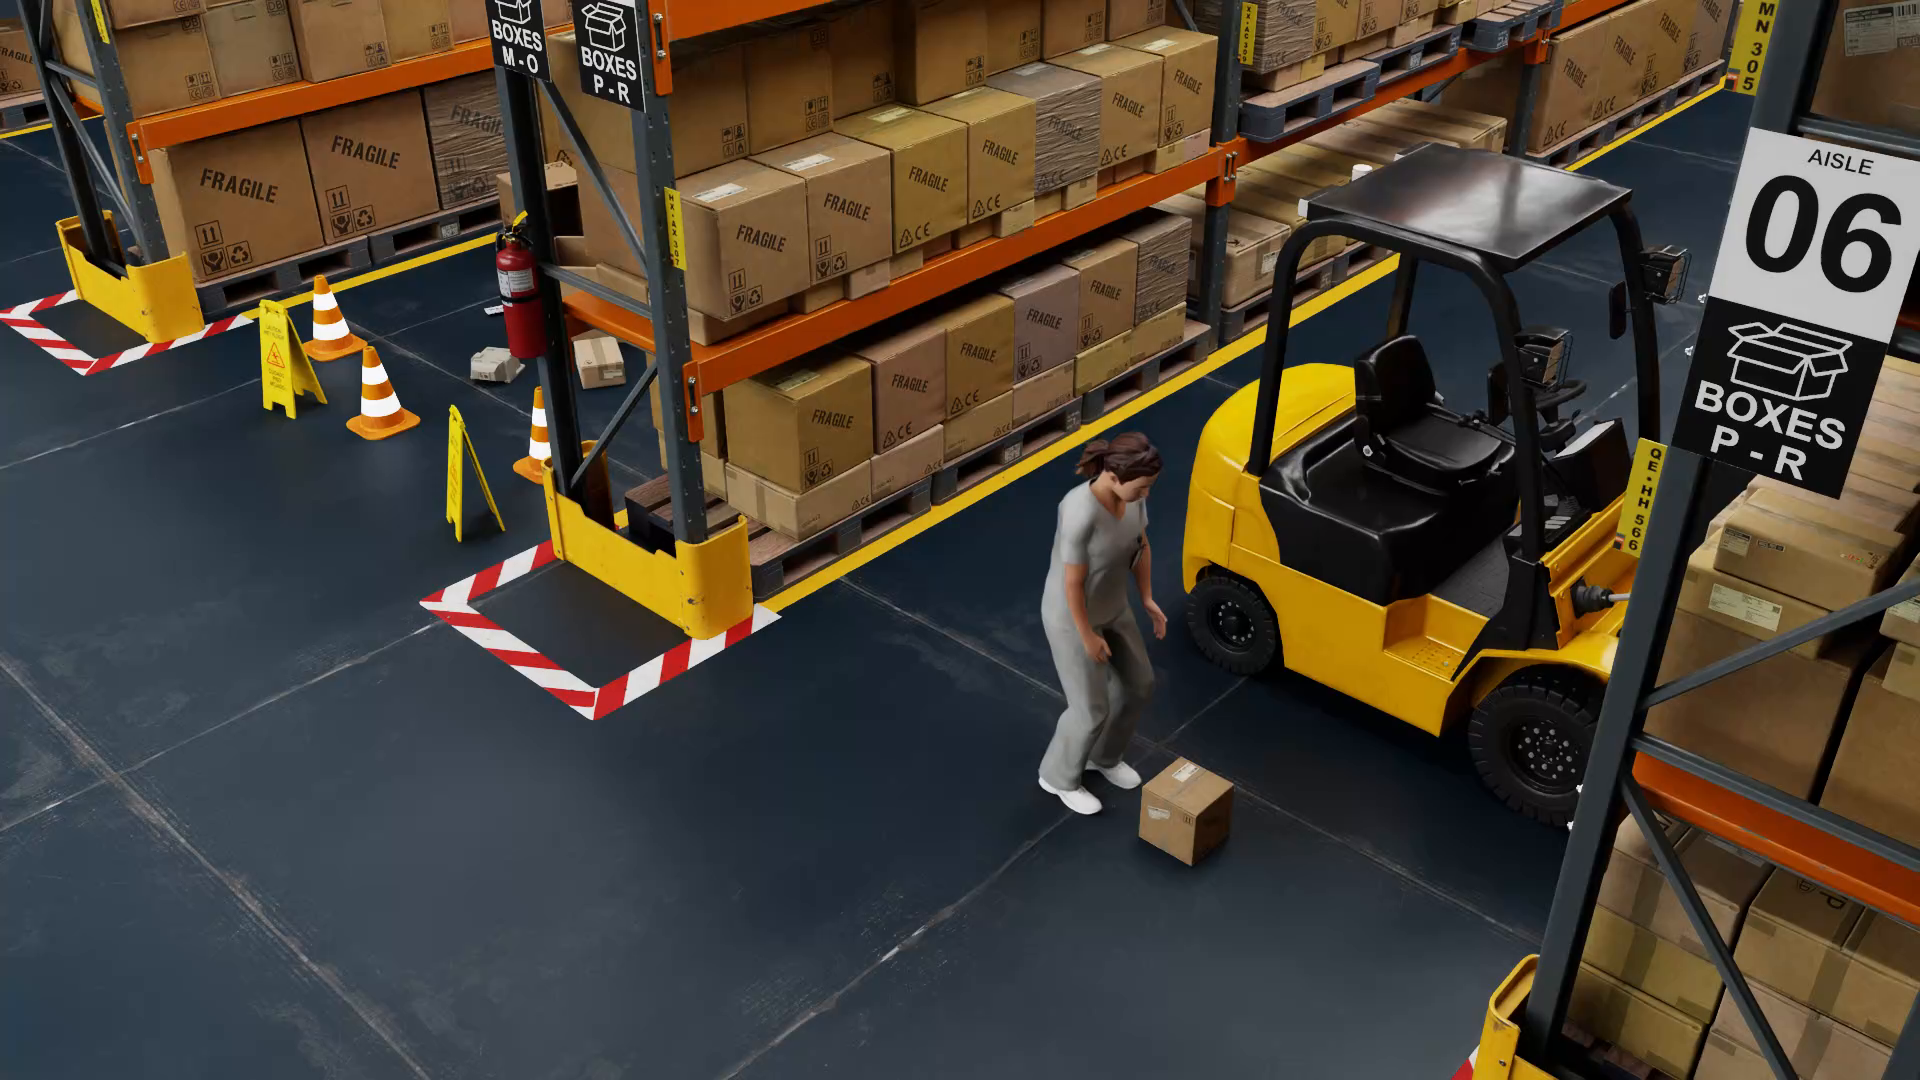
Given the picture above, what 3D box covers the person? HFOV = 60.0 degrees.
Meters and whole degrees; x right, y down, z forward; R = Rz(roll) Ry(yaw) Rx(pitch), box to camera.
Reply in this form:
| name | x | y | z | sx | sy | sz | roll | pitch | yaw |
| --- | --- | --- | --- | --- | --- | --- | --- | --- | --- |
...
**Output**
| name | x | y | z | sx | sy | sz | roll | pitch | yaw |
| --- | --- | --- | --- | --- | --- | --- | --- | --- | --- |
| person | 0.538 | 0.263 | 6.262 | 0.406 | 1.559 | 0.464 | 26 | 40 | 36 |
